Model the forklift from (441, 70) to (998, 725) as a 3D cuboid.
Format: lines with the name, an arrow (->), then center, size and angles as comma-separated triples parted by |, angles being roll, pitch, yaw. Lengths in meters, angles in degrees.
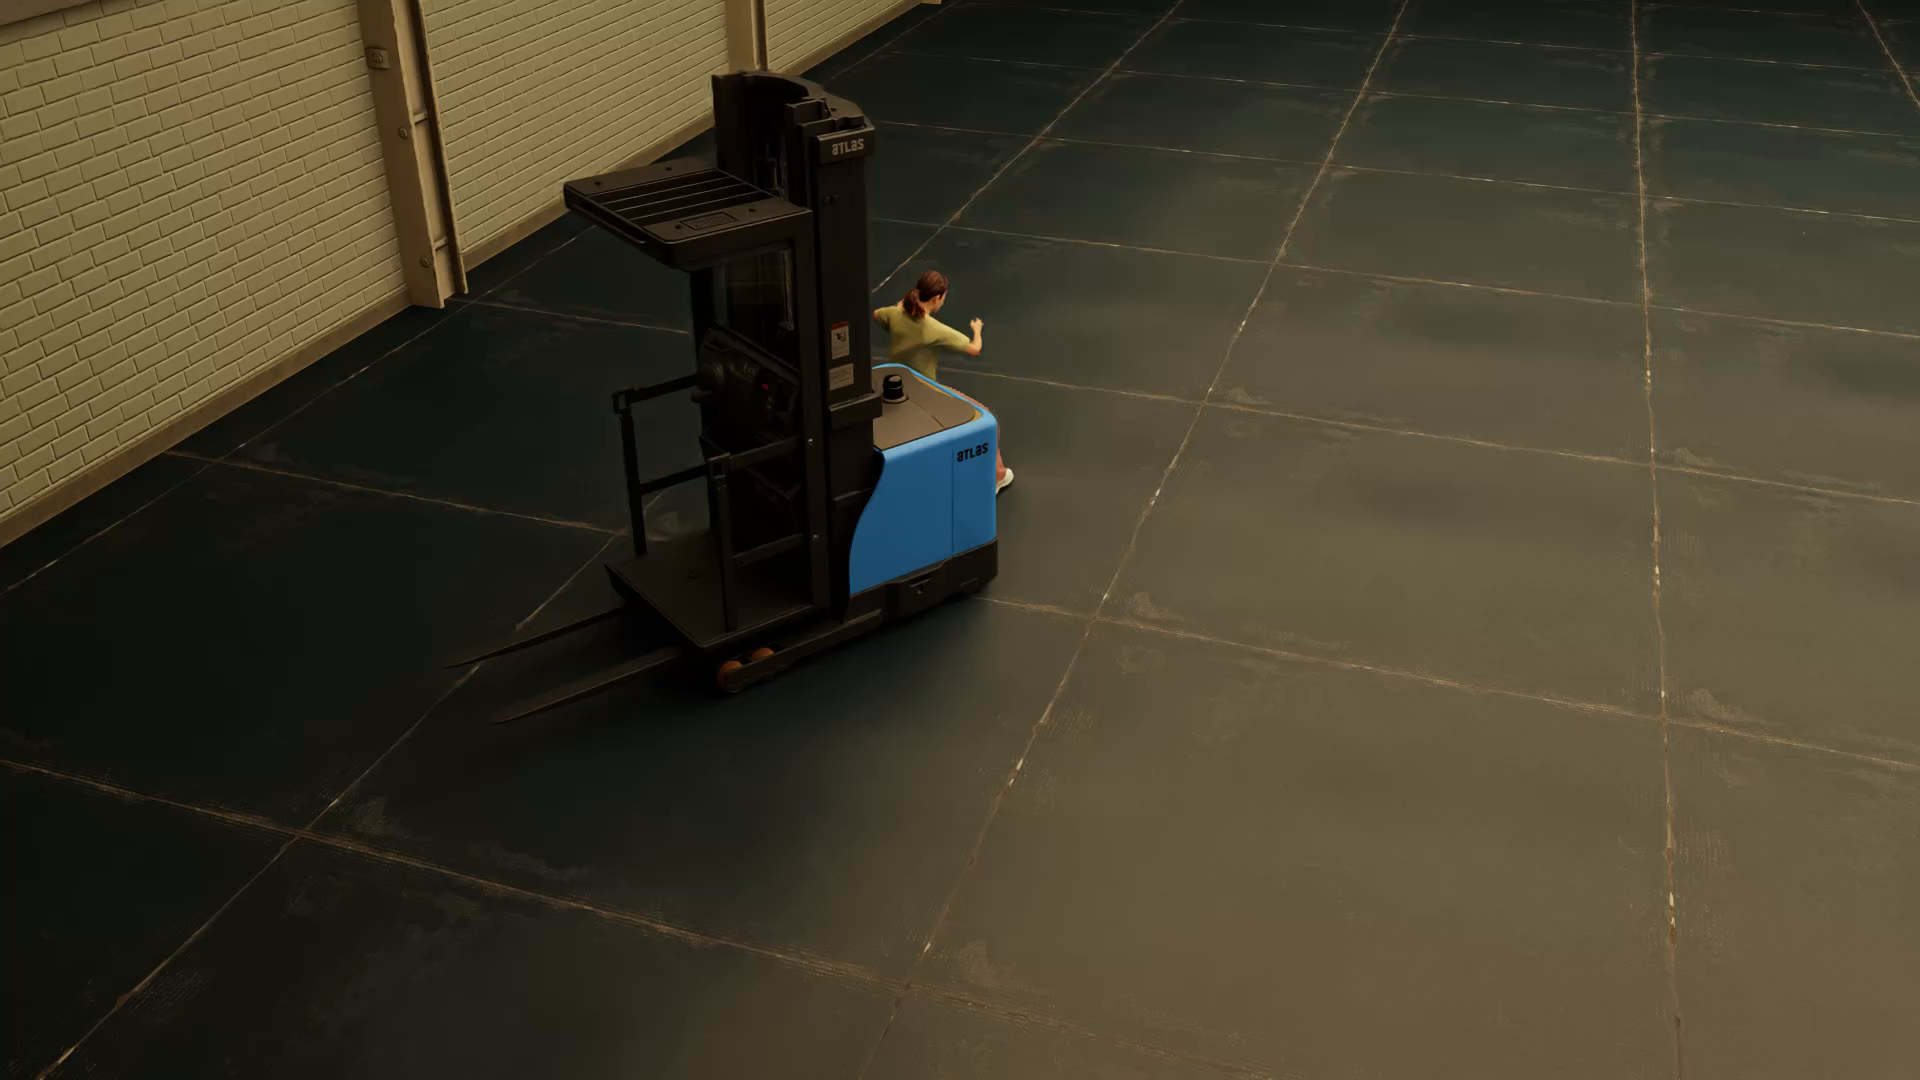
forklift -> -1.262, -0.771, 8.489 | 3.031, 2.935, 1.130 | -21, 36, -32

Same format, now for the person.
person -> -0.141, -1.038, 10.485 | 0.954, 1.450, 0.668 | 21, 36, 33
